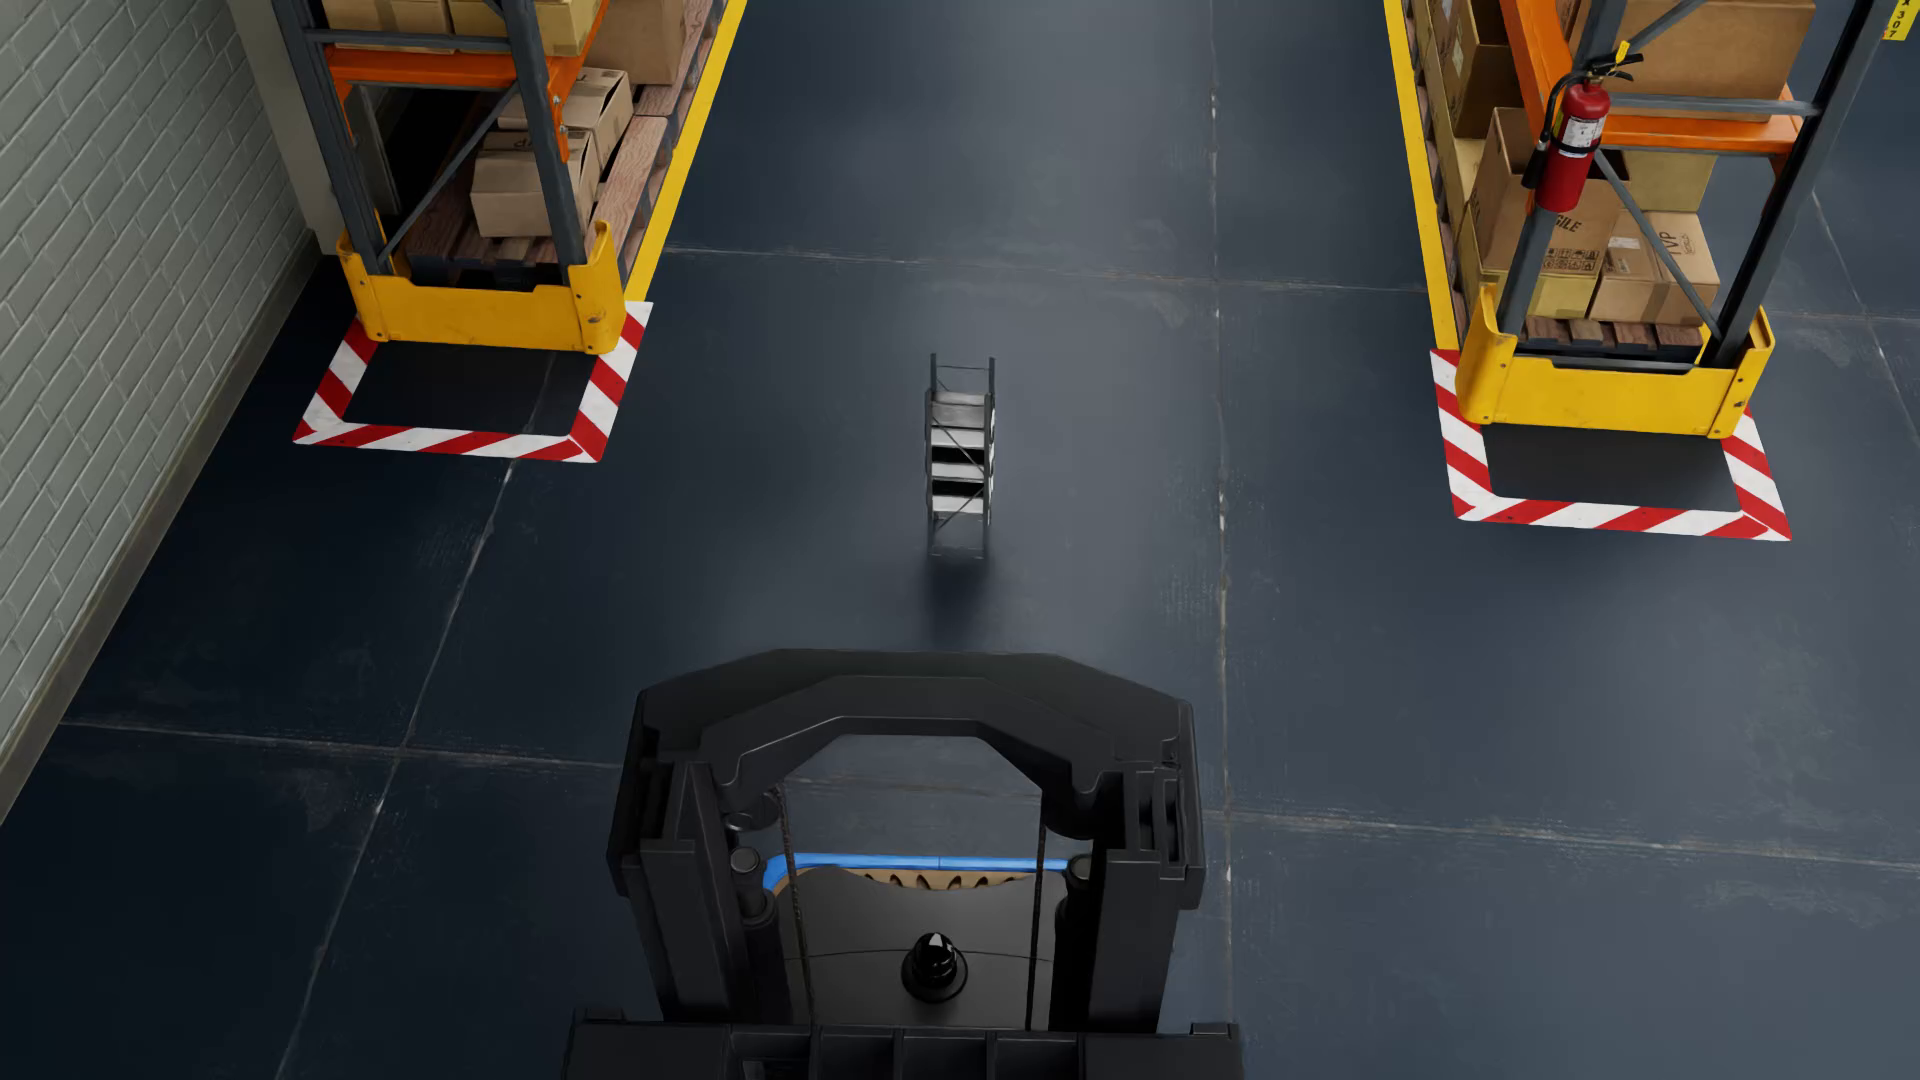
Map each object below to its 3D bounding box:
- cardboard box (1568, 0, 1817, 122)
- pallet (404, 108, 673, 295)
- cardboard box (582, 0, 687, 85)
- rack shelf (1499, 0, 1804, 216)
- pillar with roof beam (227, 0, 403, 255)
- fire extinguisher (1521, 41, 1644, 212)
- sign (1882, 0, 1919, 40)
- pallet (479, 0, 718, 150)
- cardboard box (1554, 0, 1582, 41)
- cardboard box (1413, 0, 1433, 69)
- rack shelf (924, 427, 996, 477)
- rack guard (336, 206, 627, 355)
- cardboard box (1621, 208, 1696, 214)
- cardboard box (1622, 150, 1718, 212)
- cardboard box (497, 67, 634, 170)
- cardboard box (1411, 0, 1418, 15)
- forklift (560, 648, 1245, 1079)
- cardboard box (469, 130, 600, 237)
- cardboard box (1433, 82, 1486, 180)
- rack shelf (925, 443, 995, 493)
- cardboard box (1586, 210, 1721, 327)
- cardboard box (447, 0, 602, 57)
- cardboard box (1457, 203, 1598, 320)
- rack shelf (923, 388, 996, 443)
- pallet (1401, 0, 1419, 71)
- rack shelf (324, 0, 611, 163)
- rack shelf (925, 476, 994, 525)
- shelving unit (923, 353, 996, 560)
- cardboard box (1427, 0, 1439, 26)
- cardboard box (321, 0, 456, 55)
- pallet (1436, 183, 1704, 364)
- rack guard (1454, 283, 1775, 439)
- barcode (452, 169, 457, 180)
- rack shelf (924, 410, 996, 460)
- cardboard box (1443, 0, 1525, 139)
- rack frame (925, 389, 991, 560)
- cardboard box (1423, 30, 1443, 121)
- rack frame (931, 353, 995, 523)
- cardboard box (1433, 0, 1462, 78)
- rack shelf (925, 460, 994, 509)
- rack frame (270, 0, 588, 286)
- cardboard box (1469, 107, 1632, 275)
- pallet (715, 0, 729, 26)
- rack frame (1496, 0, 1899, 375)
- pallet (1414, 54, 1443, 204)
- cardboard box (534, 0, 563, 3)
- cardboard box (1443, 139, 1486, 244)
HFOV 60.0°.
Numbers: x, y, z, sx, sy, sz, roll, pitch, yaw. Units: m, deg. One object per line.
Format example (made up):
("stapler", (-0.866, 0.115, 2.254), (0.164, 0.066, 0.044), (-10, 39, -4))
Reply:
("cardboard box", (2.840, -2.005, 6.509), (0.700, 0.500, 0.500), (4, 48, 4))
("pallet", (-2.033, -1.668, 8.159), (1.003, 0.211, 1.213), (4, 48, 4))
("cardboard box", (-1.828, -2.721, 8.628), (0.700, 0.500, 0.500), (1, 48, 1))
("rack shelf", (2.967, -2.856, 7.842), (1.077, 0.370, 4.000), (4, 48, 4))
("pillar with roof beam", (1.341, -4.267, 4.580), (9.100, 9.000, 0.400), (4, 48, 4))
("fire extinguisher", (2.311, -1.547, 6.211), (0.296, 0.674, 0.183), (4, 48, 4))
("sign", (3.337, -1.906, 5.846), (0.100, 0.325, 0.005), (4, 48, 4))
("pallet", (-1.919, -2.563, 8.977), (1.003, 0.211, 1.213), (4, 48, 4))
("cardboard box", (2.883, -2.391, 6.862), (0.700, 0.500, 0.500), (5, 48, 5))
("cardboard box", (2.704, -2.727, 8.816), (0.500, 0.250, 0.500), (4, 48, 4))
("rack shelf", (0.001, -0.348, 6.408), (0.258, 0.077, 0.200), (4, 48, 4))
("rack guard", (-2.142, -1.171, 7.508), (1.175, 0.500, 0.348), (4, 48, 4))
("cardboard box", (3.097, -1.589, 7.776), (0.500, 0.250, 0.500), (4, 48, 4))
("cardboard box", (3.099, -1.842, 7.499), (0.500, 0.500, 0.500), (4, 48, 4))
("cardboard box", (-1.944, -2.121, 8.207), (0.500, 0.311, 0.500), (7, 48, 7))
("cardboard box", (2.754, -3.094, 9.152), (0.500, 0.250, 0.500), (4, 48, 4))
("forklift", (-0.095, 1.689, 3.245), (1.130, 2.935, 3.031), (1, 48, 1))
("cardboard box", (-1.996, -1.703, 7.824), (0.500, 0.311, 0.500), (-1, 48, -1))
("cardboard box", (2.617, -1.992, 8.144), (0.500, 0.250, 0.500), (4, 48, 4))
("rack shelf", (0.001, -0.287, 6.474), (0.258, 0.077, 0.200), (4, 48, 4))
("cardboard box", (3.055, -1.222, 7.439), (0.500, 0.250, 0.500), (4, 48, 4))
("cardboard box", (-1.788, -2.252, 6.891), (0.500, 0.250, 0.500), (3, 48, 2))
("cardboard box", (2.539, -1.256, 7.471), (0.500, 0.250, 0.500), (4, 48, 4))
("rack shelf", (0.001, -0.469, 6.275), (0.258, 0.077, 0.200), (4, 48, 4))
("pallet", (3.035, -3.045, 9.418), (1.003, 0.211, 1.213), (4, 48, 4))
("rack shelf", (-1.967, -3.186, 8.145), (1.077, 0.370, 4.000), (4, 48, 4))
("rack shelf", (0.001, -0.166, 6.607), (0.258, 0.077, 0.200), (4, 48, 4))
("shelving unit", (0.001, -0.310, 6.449), (0.258, 0.900, 0.210), (4, 48, 4))
("cardboard box", (2.704, -2.980, 8.540), (0.500, 0.500, 0.500), (4, 48, 4))
("cardboard box", (-2.299, -2.272, 6.909), (0.500, 0.250, 0.500), (4, 48, 4))
("pallet", (2.813, -1.252, 7.778), (1.003, 0.211, 1.213), (4, 48, 4))
("rack guard", (2.782, -0.767, 7.139), (1.175, 0.500, 0.348), (4, 48, 4))
("barcode", (-2.393, -1.746, 7.858), (0.001, 0.075, 0.075), (4, 48, 4))
("rack shelf", (0.001, -0.409, 6.341), (0.258, 0.077, 0.200), (4, 48, 4))
("cardboard box", (2.614, -2.245, 7.868), (0.500, 0.500, 0.500), (4, 48, 4))
("rack frame", (-0.009, -0.235, 6.381), (0.240, 0.900, 0.006), (4, 48, 4))
("cardboard box", (2.664, -2.359, 8.480), (0.500, 0.250, 0.500), (4, 48, 4))
("rack frame", (0.010, -0.384, 6.518), (0.240, 0.900, 0.006), (4, 48, 4))
("cardboard box", (2.661, -2.613, 8.203), (0.500, 0.500, 0.500), (4, 48, 4))
("rack shelf", (0.001, -0.226, 6.540), (0.258, 0.077, 0.200), (4, 48, 4))
("rack frame", (-2.149, -1.959, 6.535), (1.000, 3.000, 0.127), (4, 48, 4))
("cardboard box", (2.537, -1.510, 7.195), (0.500, 0.500, 0.500), (4, 48, 4))
("pallet", (-1.810, -3.461, 9.799), (1.003, 0.211, 1.213), (4, 48, 4))
("rack frame", (2.785, -1.629, 6.233), (1.000, 3.000, 0.127), (4, 48, 4))
("pallet", (2.926, -2.146, 8.596), (1.003, 0.211, 1.213), (4, 48, 4))
("cardboard box", (-1.806, -2.499, 6.609), (0.500, 0.500, 0.500), (4, 48, 4))
("cardboard box", (2.573, -1.625, 7.808), (0.500, 0.250, 0.500), (4, 48, 4))
